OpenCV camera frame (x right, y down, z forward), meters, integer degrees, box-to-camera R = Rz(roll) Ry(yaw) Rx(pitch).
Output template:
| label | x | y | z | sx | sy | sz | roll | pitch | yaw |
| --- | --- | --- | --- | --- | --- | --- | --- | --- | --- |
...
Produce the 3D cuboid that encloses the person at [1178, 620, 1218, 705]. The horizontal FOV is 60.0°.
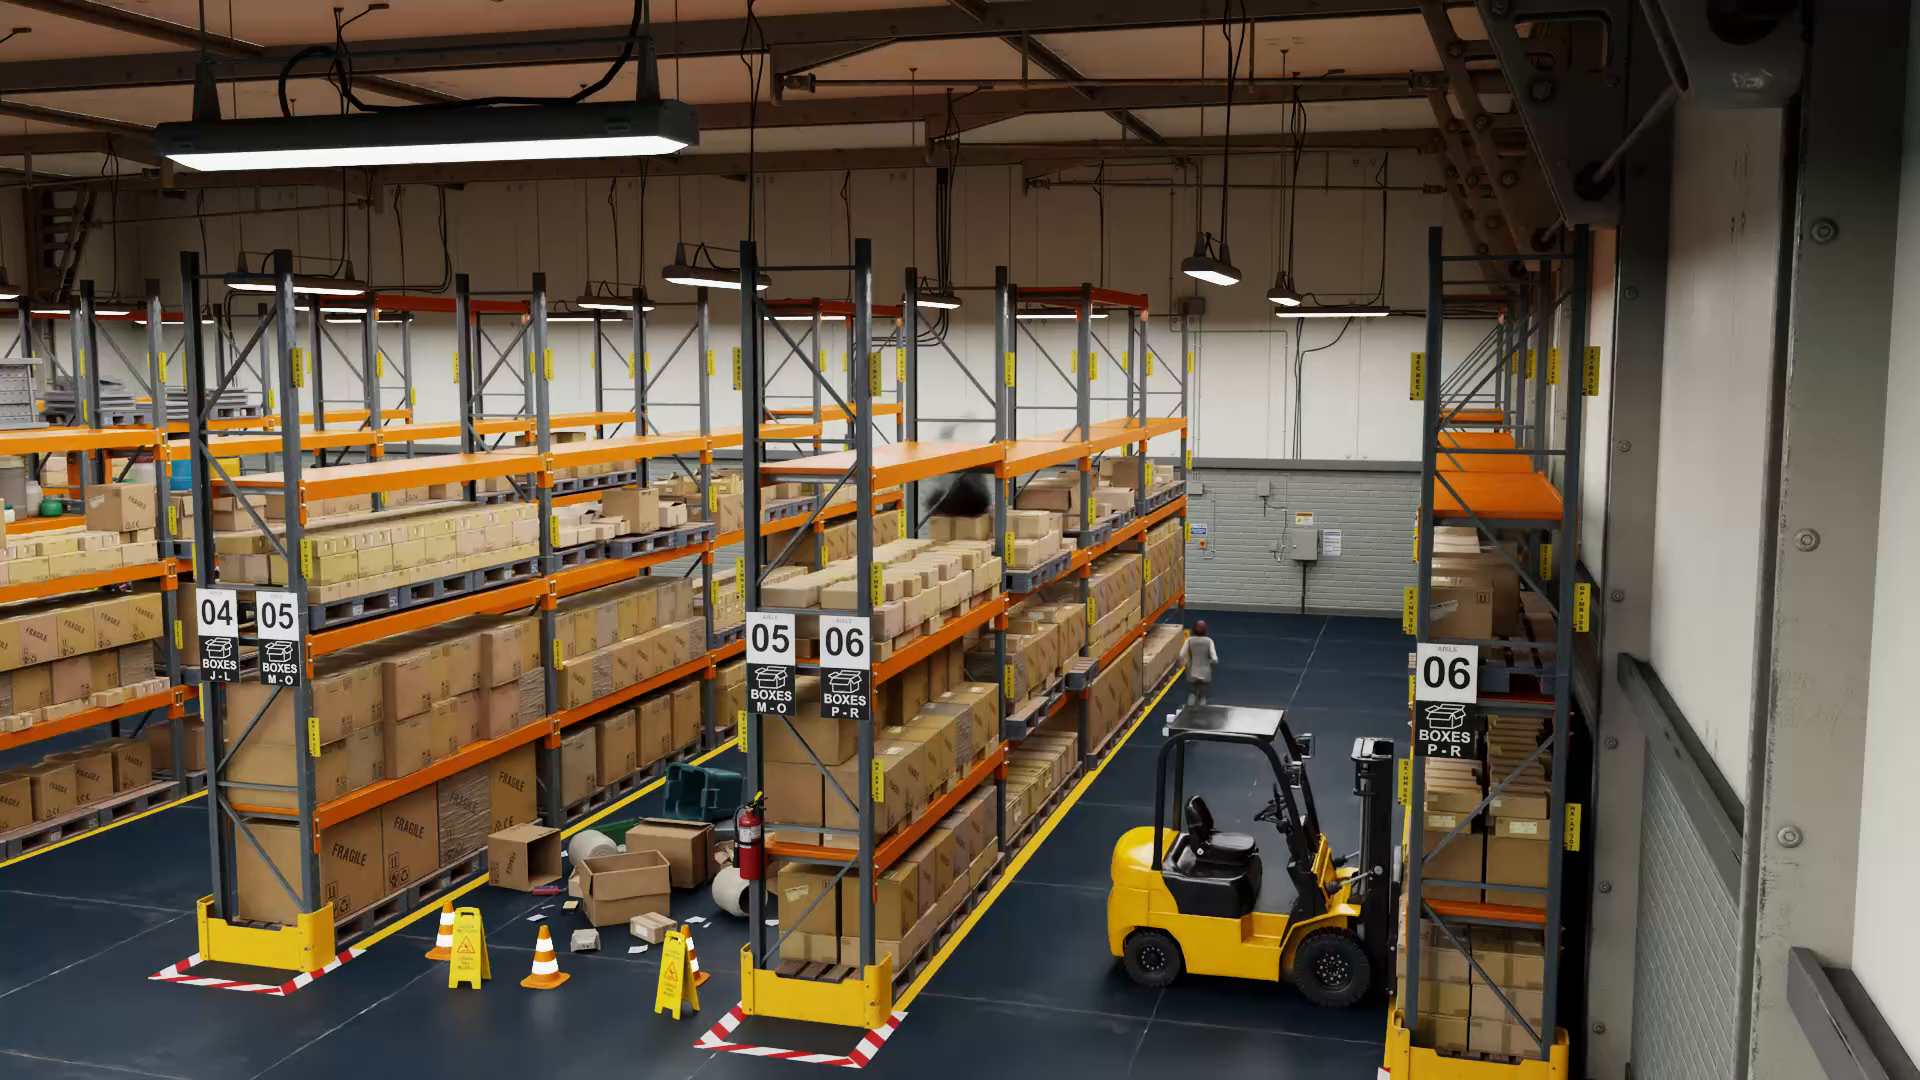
| label | x | y | z | sx | sy | sz | roll | pitch | yaw |
| --- | --- | --- | --- | --- | --- | --- | --- | --- | --- |
| person | 3.266 | 1.849 | 22.749 | 0.529 | 1.554 | 0.549 | 2 | 7 | 14 |
